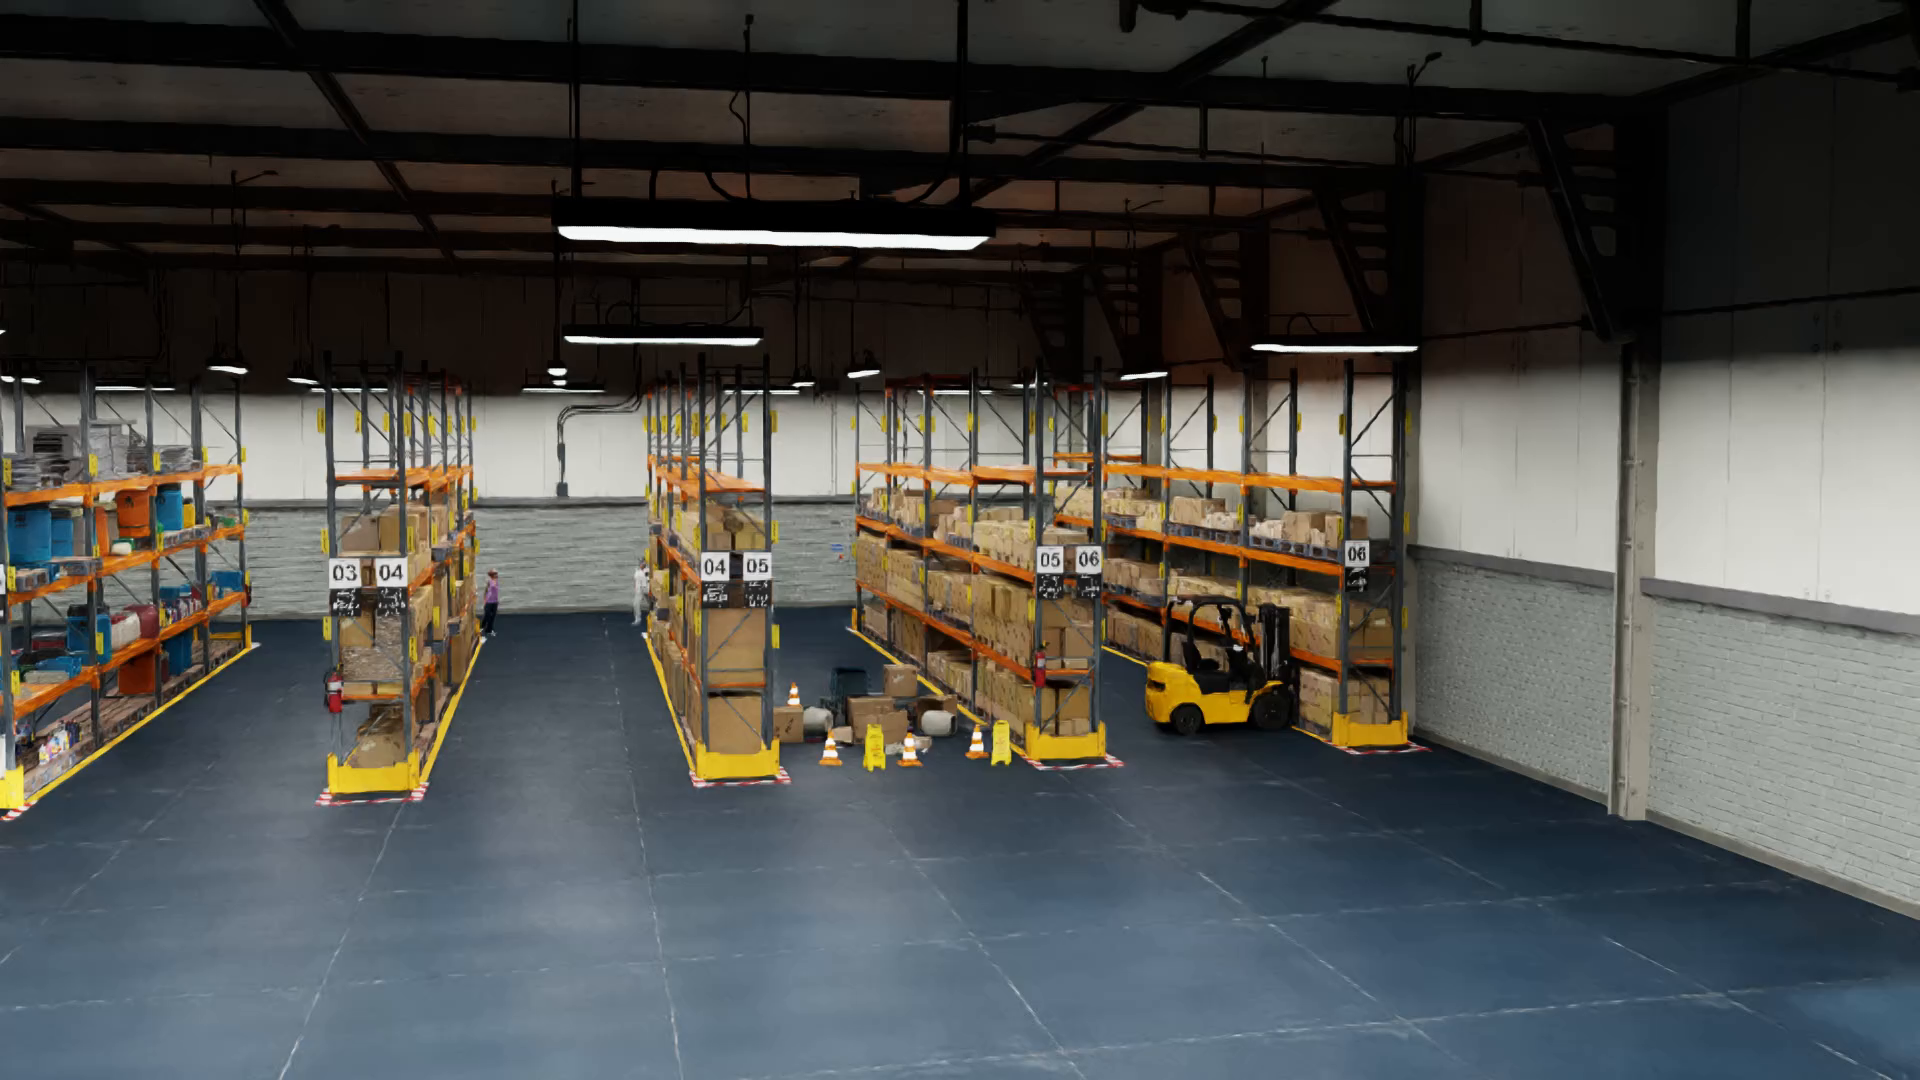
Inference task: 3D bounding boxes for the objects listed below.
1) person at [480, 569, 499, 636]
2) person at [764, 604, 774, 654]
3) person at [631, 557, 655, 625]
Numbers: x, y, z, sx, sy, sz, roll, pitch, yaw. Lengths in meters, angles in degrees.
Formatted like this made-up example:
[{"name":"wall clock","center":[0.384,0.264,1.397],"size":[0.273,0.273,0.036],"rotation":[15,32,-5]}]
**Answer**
[{"name":"person","center":[-11.201,1.471,39.472],"size":[0.491,1.597,0.475],"rotation":[2,5,31]},{"name":"person","center":[-4.325,1.629,36.423],"size":[0.554,1.659,0.598],"rotation":[1,4,18]},{"name":"person","center":[-7.844,1.258,41.600],"size":[0.531,1.697,0.977],"rotation":[1,4,8]}]
